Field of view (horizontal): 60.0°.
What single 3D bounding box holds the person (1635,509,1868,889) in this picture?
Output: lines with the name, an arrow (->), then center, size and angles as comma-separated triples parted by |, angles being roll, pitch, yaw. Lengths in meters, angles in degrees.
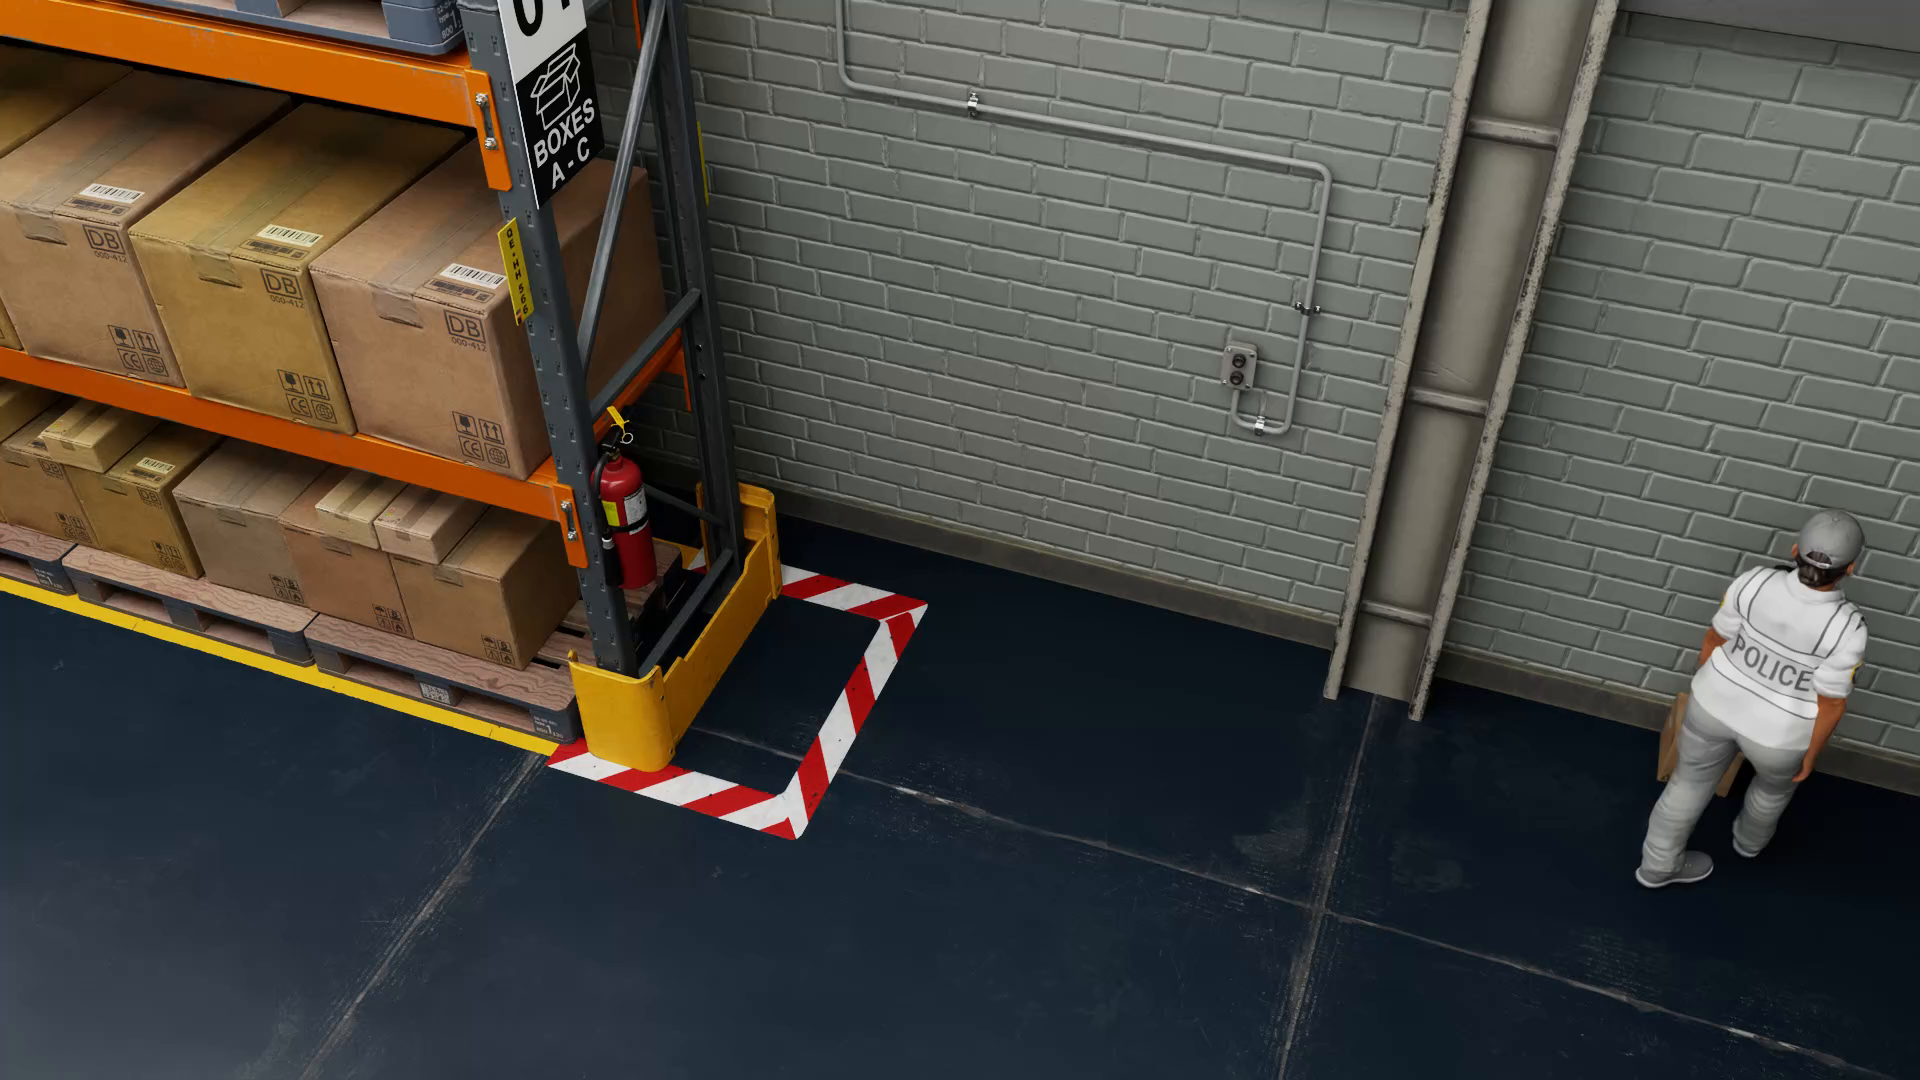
person -> 2.731, 0.510, 5.581 | 0.473, 1.653, 0.667 | 34, 52, 32
